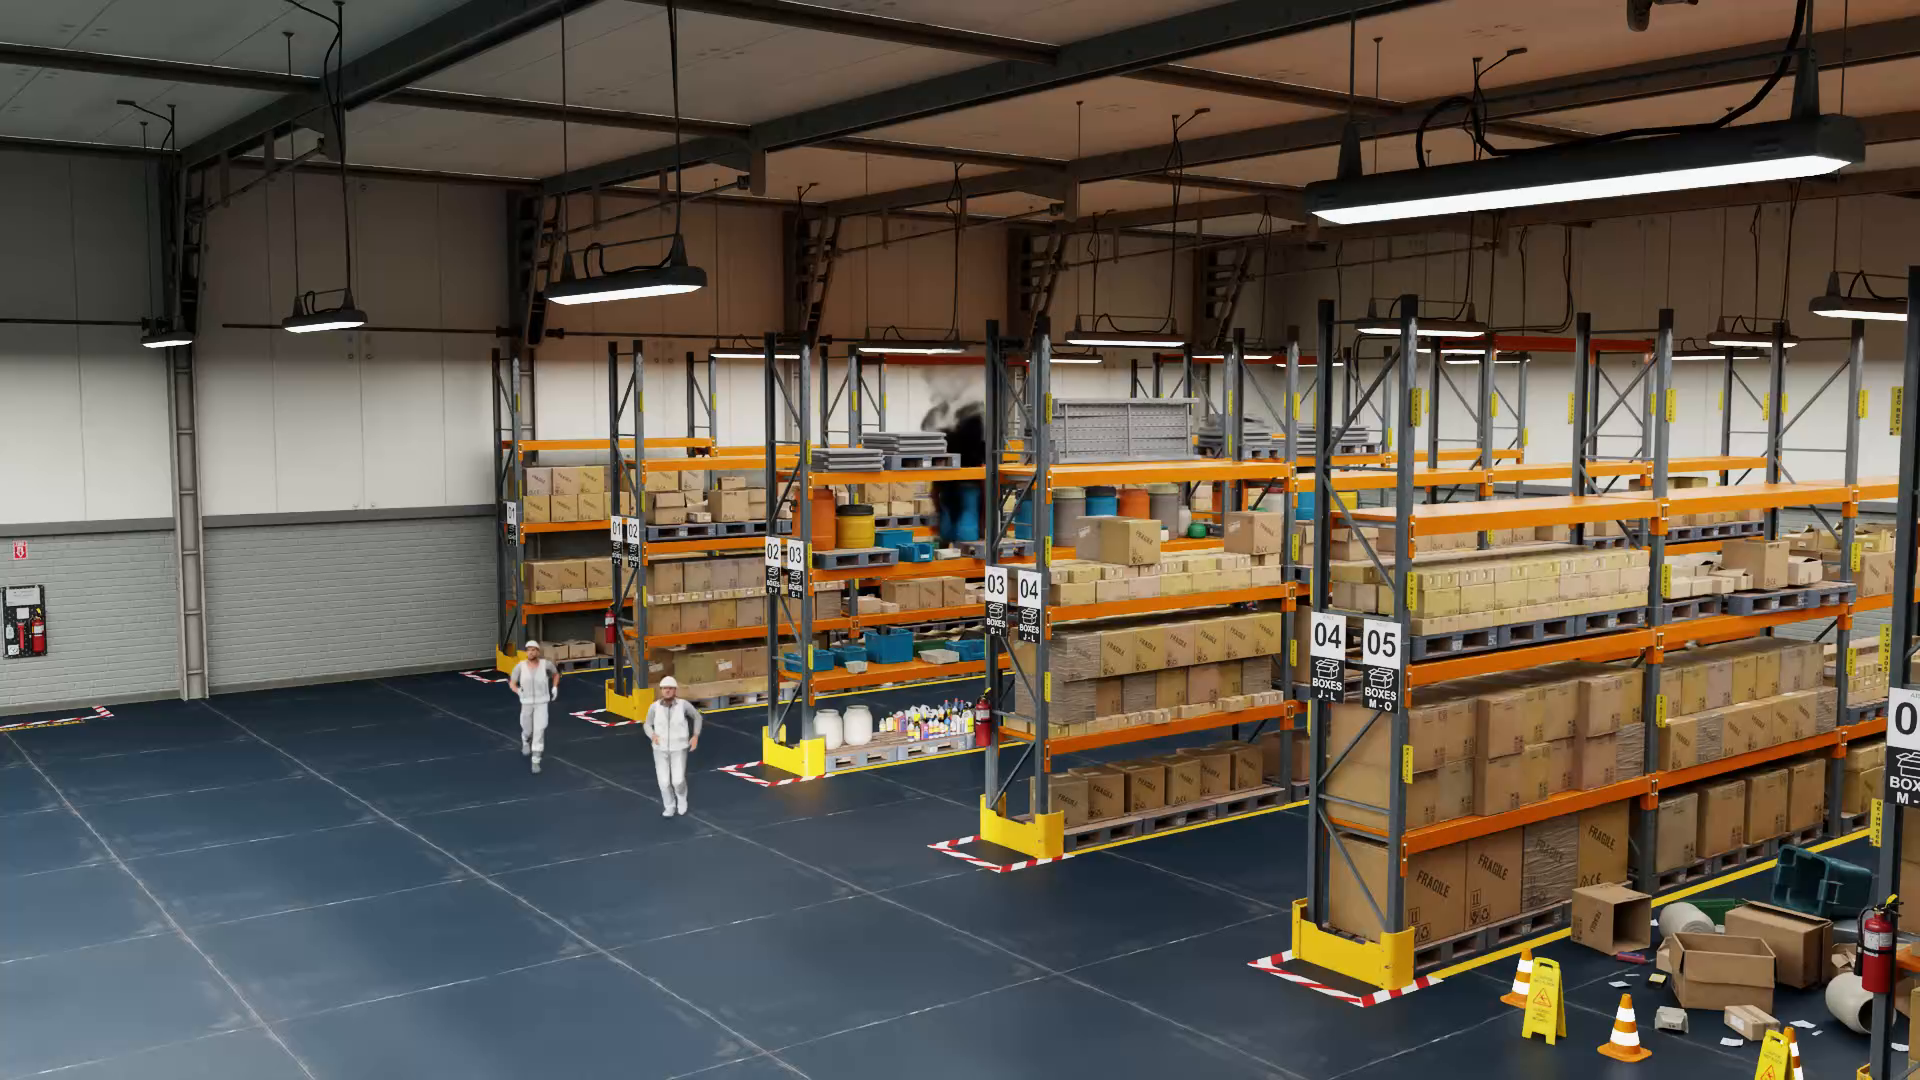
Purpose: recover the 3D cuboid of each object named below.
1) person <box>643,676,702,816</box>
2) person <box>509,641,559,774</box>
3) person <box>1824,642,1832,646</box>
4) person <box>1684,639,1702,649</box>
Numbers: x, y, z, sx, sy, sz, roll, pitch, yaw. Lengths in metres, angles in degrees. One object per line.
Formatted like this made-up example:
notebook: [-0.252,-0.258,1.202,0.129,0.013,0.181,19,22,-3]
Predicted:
person: [-3.497,2.517,20.164,0.693,1.729,0.604,0,5,-2]
person: [-5.875,2.264,22.986,0.668,1.785,0.951,-1,5,-12]
person: [12.351,2.272,23.728,0.581,1.637,0.555,-3,6,-33]
person: [10.538,2.243,23.980,0.677,1.672,0.624,-5,7,-43]
